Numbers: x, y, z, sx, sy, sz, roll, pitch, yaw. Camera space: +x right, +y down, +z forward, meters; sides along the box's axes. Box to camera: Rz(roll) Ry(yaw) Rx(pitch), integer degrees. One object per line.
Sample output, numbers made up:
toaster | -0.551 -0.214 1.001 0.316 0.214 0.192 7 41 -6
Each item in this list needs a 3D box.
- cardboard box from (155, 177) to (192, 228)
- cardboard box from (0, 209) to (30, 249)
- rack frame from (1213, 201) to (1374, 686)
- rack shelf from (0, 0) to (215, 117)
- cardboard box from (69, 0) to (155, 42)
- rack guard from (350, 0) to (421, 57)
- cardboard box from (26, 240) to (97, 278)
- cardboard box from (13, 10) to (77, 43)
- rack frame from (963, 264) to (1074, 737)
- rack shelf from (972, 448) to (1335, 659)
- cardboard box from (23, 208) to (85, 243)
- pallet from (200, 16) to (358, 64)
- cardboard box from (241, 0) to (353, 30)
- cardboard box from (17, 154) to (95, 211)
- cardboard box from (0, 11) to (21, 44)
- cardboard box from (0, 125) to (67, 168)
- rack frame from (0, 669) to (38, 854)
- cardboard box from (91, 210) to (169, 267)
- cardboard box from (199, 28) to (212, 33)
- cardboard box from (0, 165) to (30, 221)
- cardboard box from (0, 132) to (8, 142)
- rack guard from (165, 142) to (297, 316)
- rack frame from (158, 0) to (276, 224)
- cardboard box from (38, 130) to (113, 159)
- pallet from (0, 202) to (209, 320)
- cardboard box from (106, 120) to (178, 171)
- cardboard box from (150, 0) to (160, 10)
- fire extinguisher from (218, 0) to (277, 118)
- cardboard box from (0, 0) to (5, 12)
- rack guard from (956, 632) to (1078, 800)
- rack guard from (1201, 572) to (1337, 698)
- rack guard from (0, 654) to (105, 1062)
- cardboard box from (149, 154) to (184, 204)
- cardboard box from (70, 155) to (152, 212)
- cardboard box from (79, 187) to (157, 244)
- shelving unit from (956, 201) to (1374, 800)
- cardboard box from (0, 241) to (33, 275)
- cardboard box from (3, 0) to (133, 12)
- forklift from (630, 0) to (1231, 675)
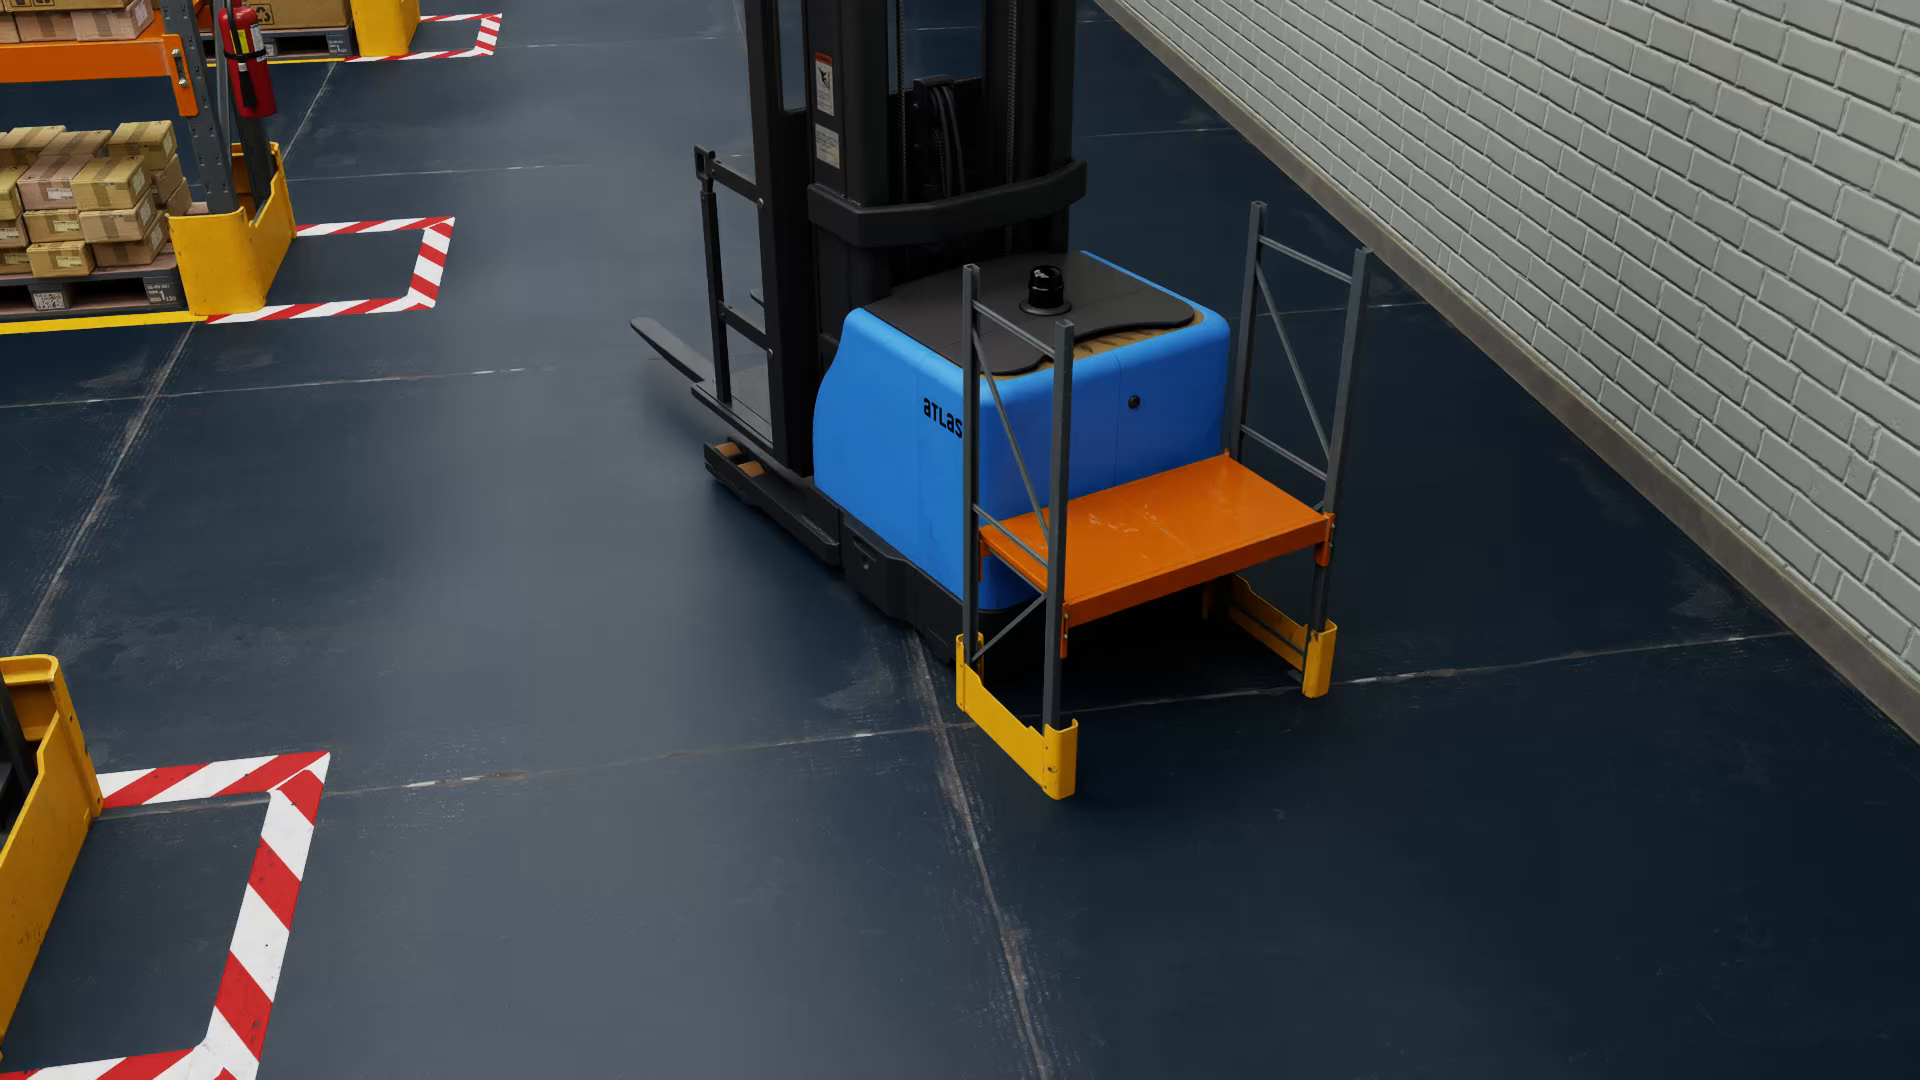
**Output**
cardboard box | -4.196 -1.756 8.676 0.250 0.149 0.380 -5 31 -8
cardboard box | -4.602 -1.534 8.004 0.250 0.149 0.380 -7 31 -11
rack frame | 1.022 -0.269 5.228 0.032 1.500 0.500 -17 34 -26
rack shelf | -5.590 -2.200 7.742 4.000 0.370 1.077 -5 31 -9
cardboard box | -3.893 -2.414 7.643 0.250 0.149 0.380 -5 31 -9
rack guard | -4.393 -4.099 12.728 0.348 0.500 1.175 -5 31 -9
cardboard box | -4.338 -1.419 8.102 0.250 0.149 0.380 -4 31 -7
cardboard box | -4.144 -2.410 7.636 0.250 0.149 0.380 -5 31 -9
rack frame | 0.150 -0.004 4.778 0.032 1.500 0.500 -17 34 -26
rack shelf | 0.586 0.018 5.094 1.000 0.185 0.538 -17 34 -26
cardboard box | -4.358 -1.585 8.092 0.250 0.149 0.380 -6 31 -10
pallet | -5.189 -3.861 12.607 1.213 0.211 1.003 -5 31 -9
cardboard box | -5.032 -4.342 12.356 0.875 0.875 0.875 -5 31 -9
cardboard box | -4.356 -1.732 8.048 0.250 0.149 0.380 -5 31 -8
cardboard box | -4.388 -2.379 7.585 0.250 0.149 0.380 -6 31 -9
cardboard box | -4.720 -1.978 8.467 0.250 0.149 0.380 -5 31 -9
rack frame | -2.632 -0.234 3.688 0.127 3.000 1.000 -5 31 -9
cardboard box | -4.103 -1.493 8.227 0.250 0.149 0.380 -5 31 -8
cardboard box | -5.927 -4.258 12.215 0.875 0.875 0.875 -5 31 -9
cardboard box | -4.587 -1.645 7.900 0.250 0.149 0.380 -6 31 -10
cardboard box | -4.949 -1.914 8.358 0.250 0.149 0.380 -7 31 -11
rack guard | -3.698 -1.608 8.492 0.348 0.500 1.175 -5 31 -9
rack frame | -3.623 -2.693 7.870 0.127 3.000 1.000 -5 31 -9
cardboard box | -4.449 -1.937 8.397 0.250 0.149 0.380 -5 31 -8
pallet | -4.503 -1.427 8.469 1.213 0.211 1.003 -5 31 -9
cardboard box | -4.200 -2.023 8.542 0.250 0.149 0.380 -7 31 -11
cardboard box | -4.001 -2.718 8.161 0.250 0.149 0.380 -6 31 -9
fire extinguisher | -3.292 -2.291 7.632 0.183 0.674 0.296 -5 31 -9
cardboard box | -4.526 -2.650 7.405 0.500 0.500 0.500 -6 31 -10
rack guard | 0.166 0.529 5.103 0.087 0.250 0.587 -17 34 -26
rack guard | 1.021 0.270 5.544 0.087 0.250 0.587 -17 34 -26
rack guard | -2.608 0.842 4.326 0.348 0.500 1.175 -5 31 -9
cardboard box | -4.185 -1.853 8.547 0.250 0.149 0.380 -4 31 -7
cardboard box | -4.098 -1.726 8.038 0.250 0.149 0.380 -5 31 -8
cardboard box | -4.091 -1.582 8.087 0.250 0.149 0.380 -6 31 -10
shelving unit | 0.593 -0.139 5.007 1.083 1.500 0.587 -17 34 -26
cardboard box | -4.613 -1.437 8.134 0.250 0.149 0.380 -5 31 -9
cardboard box | -4.019 -2.695 7.481 0.500 0.500 0.500 -5 31 -8
forklift | -0.357 -1.527 5.955 1.130 2.935 3.031 -19 36 -29
